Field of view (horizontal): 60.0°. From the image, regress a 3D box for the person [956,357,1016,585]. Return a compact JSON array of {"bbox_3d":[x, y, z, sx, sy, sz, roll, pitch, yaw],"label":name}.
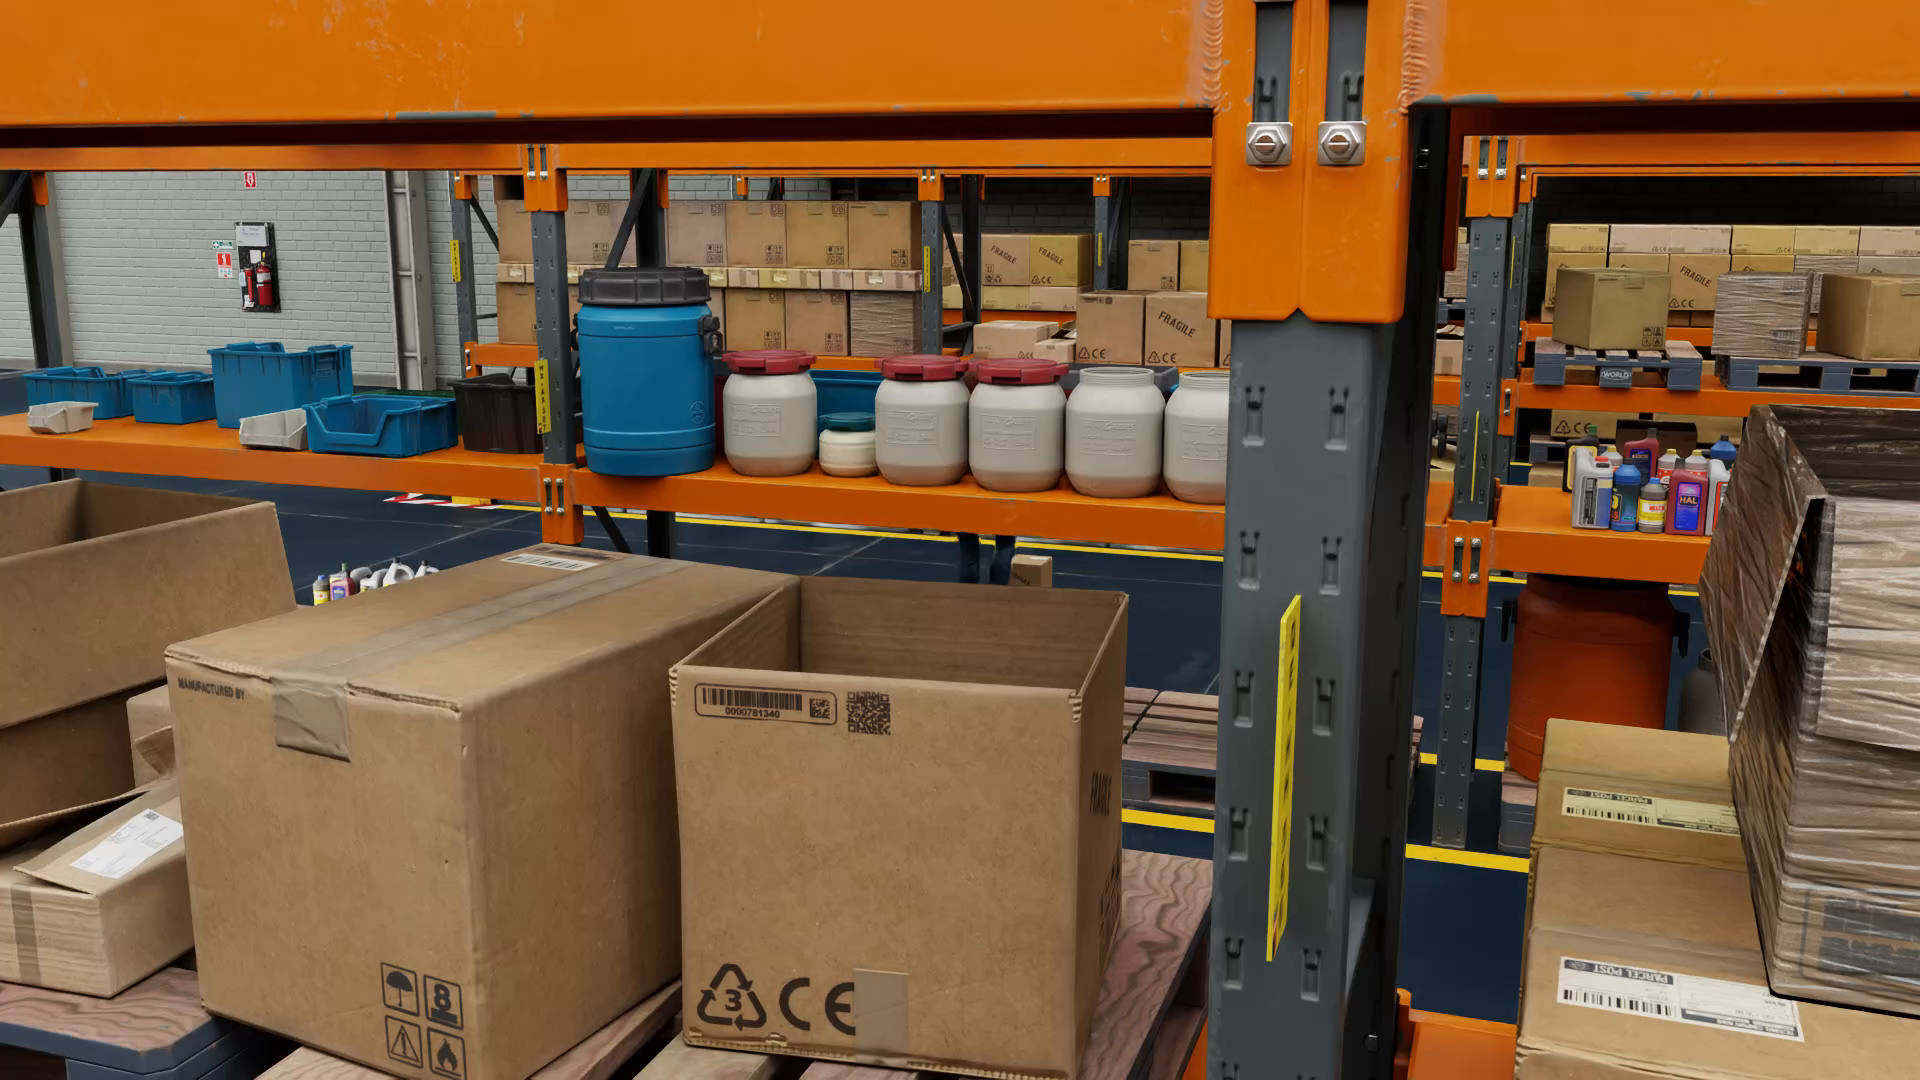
[{"bbox_3d":[0.112,-0.223,9.558,0.453,1.652,0.370,1,12,6],"label":"person"}]
